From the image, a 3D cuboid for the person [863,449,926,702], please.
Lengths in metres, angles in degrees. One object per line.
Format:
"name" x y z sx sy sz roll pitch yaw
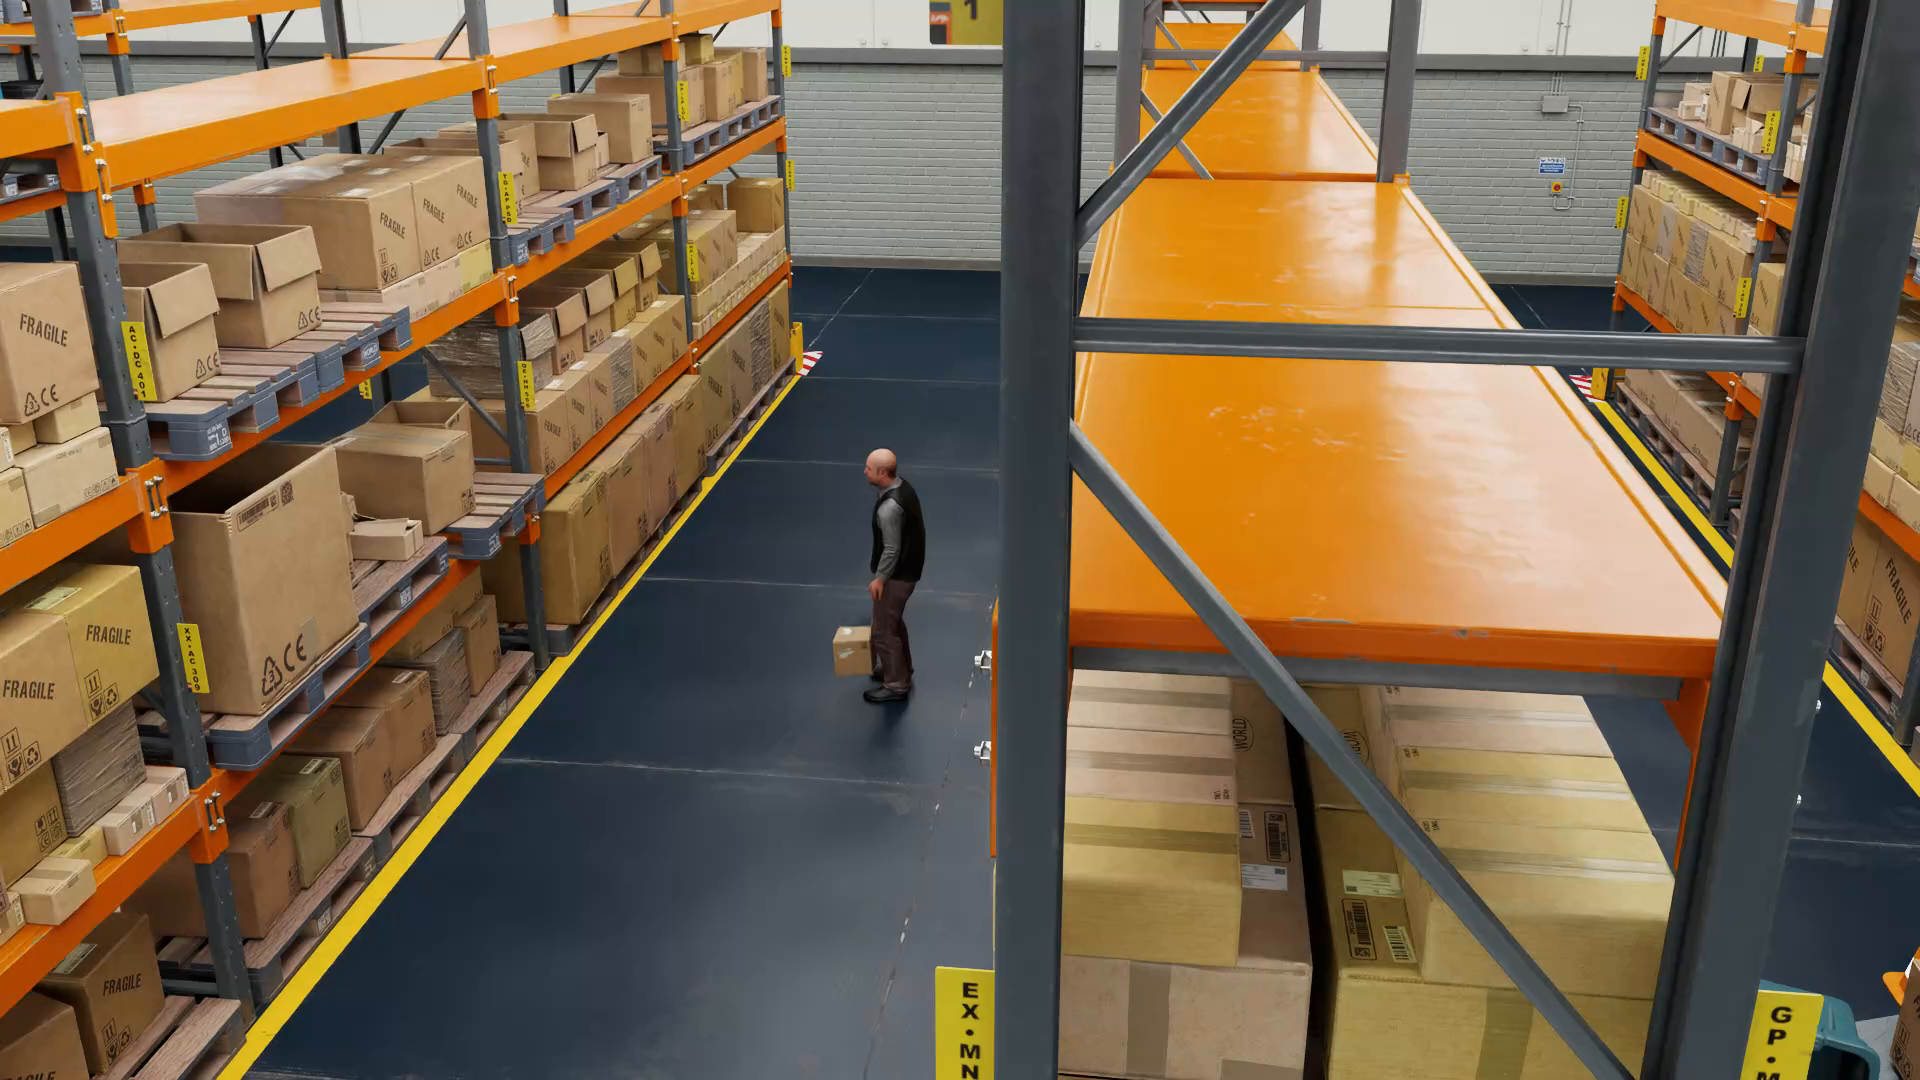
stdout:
"person" -0.433 0.221 10.967 0.418 1.723 0.566 2 21 5
